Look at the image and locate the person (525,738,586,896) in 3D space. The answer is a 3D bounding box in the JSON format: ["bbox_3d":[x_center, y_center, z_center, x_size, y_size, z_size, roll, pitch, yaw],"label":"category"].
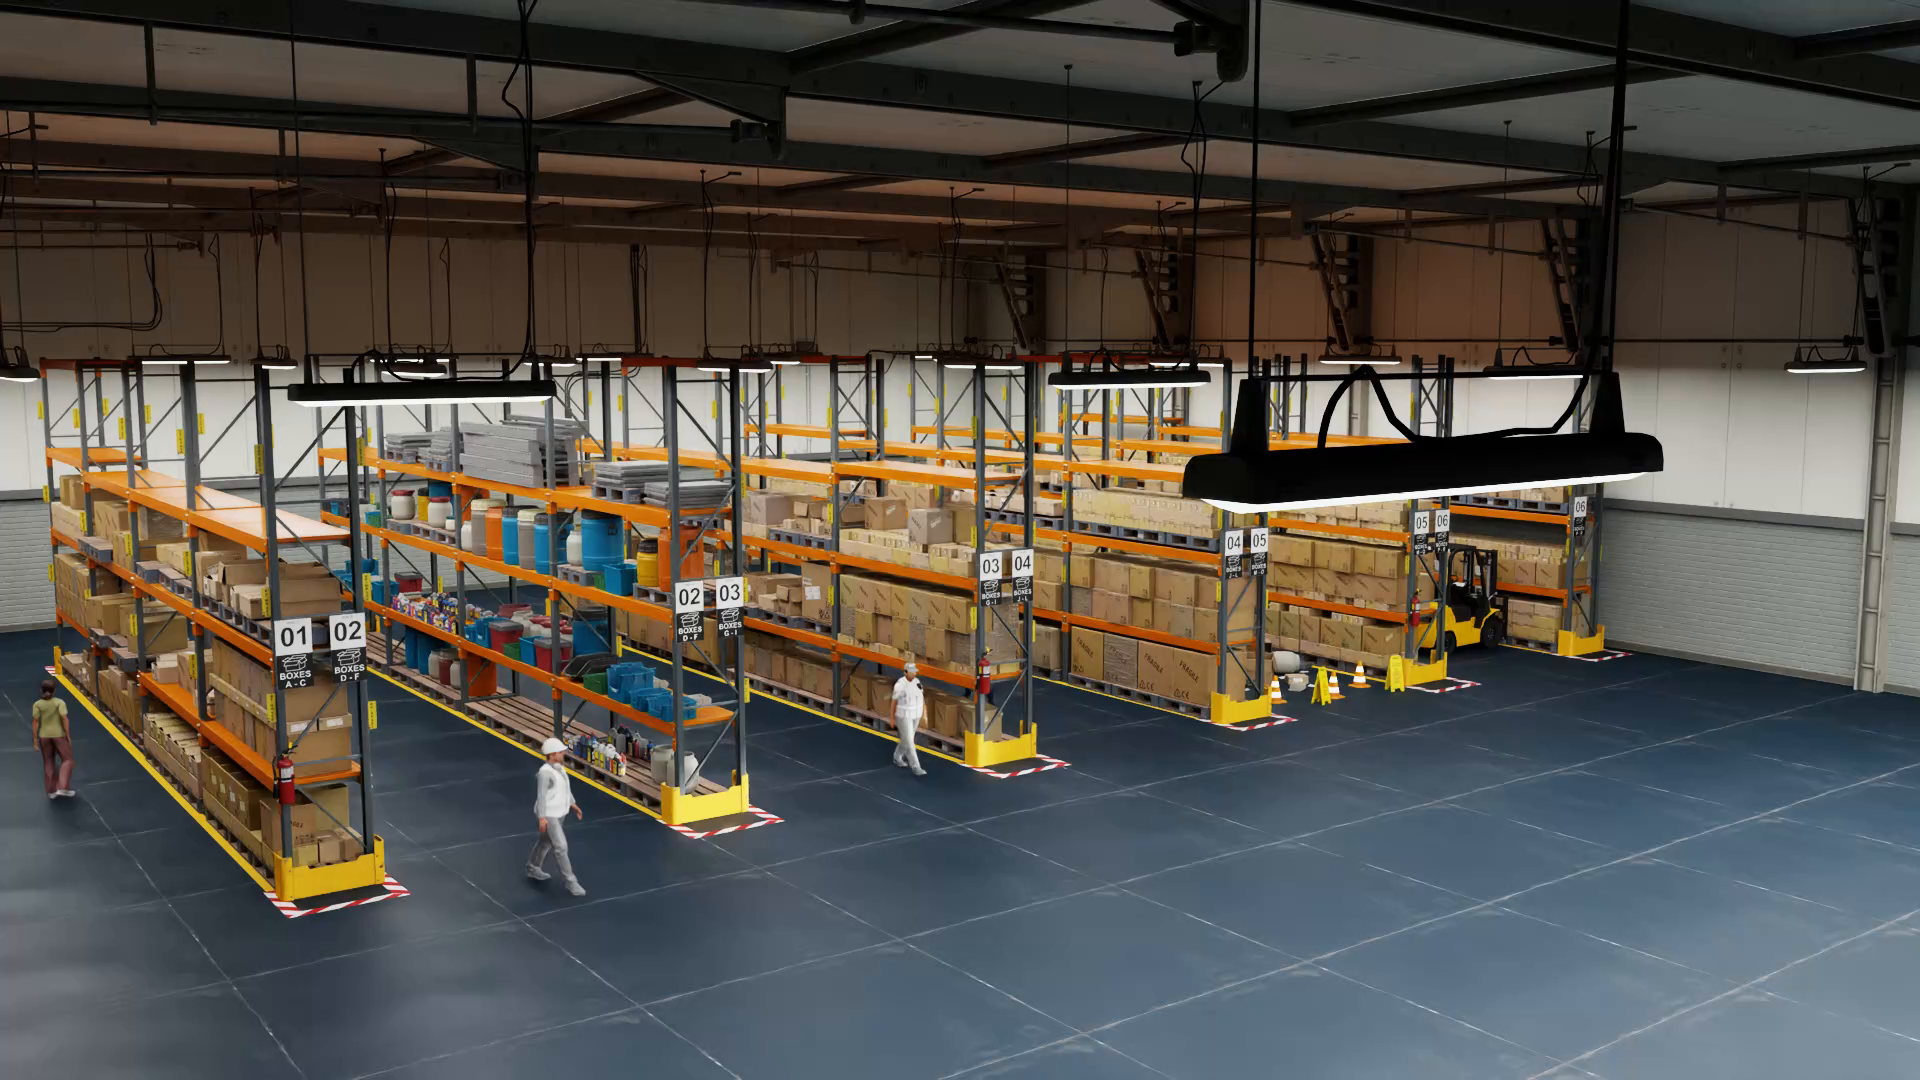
[{"bbox_3d":[-4.680,3.160,19.234,0.944,1.760,0.606,3,7,20],"label":"person"}]

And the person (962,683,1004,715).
[{"bbox_3d":[0.366,2.180,28.182,0.472,1.528,0.994,-5,9,-37],"label":"person"}]

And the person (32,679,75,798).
[{"bbox_3d":[-12.540,2.756,22.981,0.490,1.668,0.507,-1,7,-11],"label":"person"}]

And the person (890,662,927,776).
[{"bbox_3d":[-0.706,2.592,24.348,0.973,1.608,0.539,6,9,43],"label":"person"}]
